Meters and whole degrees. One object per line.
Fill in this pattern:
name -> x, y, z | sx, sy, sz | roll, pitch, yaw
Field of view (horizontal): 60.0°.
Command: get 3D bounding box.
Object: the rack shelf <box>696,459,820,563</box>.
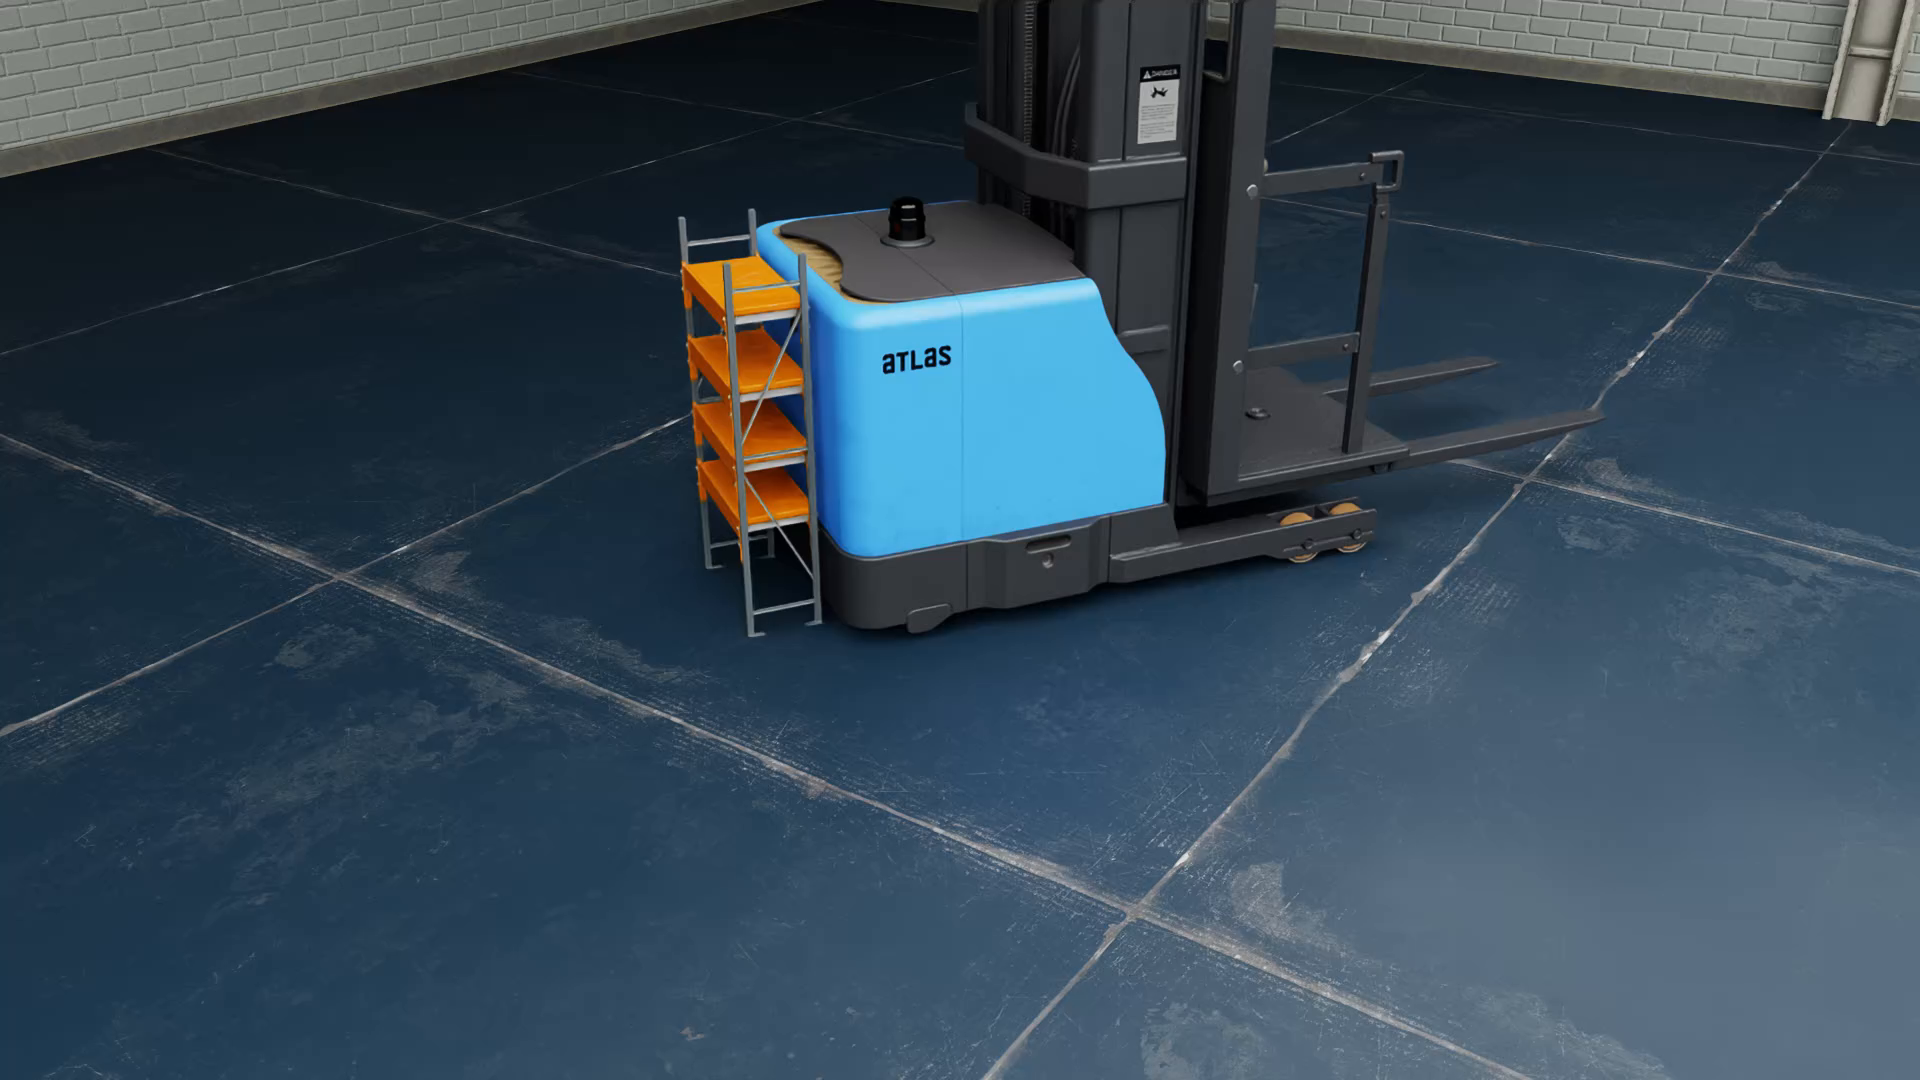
rack shelf -> -0.643, -0.118, 5.246 | 0.258, 0.148, 0.480 | -11, 29, -20

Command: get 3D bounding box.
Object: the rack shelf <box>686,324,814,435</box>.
rack shelf -> -0.643, -0.495, 5.054 | 0.258, 0.148, 0.480 | -11, 29, -20

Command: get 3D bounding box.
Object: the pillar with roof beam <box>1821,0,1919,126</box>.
pillar with roof beam -> 3.747, -5.313, 6.268 | 0.400, 9.000, 9.100 | 17, 32, 30

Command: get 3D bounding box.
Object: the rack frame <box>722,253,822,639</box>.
rack frame -> -0.547, -0.254, 4.925 | 0.240, 1.200, 0.015 | -11, 29, -20

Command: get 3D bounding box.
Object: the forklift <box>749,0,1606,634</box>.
forklift -> 0.868, -1.439, 5.345 | 3.031, 2.935, 1.130 | -11, 29, -20

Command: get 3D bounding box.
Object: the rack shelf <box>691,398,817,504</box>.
rack shelf -> -0.643, -0.295, 5.156 | 0.258, 0.148, 0.480 | -11, 29, -20

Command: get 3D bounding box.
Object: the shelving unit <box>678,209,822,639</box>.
shelving unit -> -0.643, -0.355, 5.125 | 0.258, 1.200, 0.503 | -11, 29, -20

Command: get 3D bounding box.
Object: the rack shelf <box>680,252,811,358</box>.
rack shelf -> -0.643, -0.706, 4.947 | 0.258, 0.148, 0.480 | -11, 29, -20

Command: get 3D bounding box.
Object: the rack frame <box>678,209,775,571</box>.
rack frame -> -0.739, -0.457, 5.325 | 0.240, 1.200, 0.015 | -11, 29, -20
